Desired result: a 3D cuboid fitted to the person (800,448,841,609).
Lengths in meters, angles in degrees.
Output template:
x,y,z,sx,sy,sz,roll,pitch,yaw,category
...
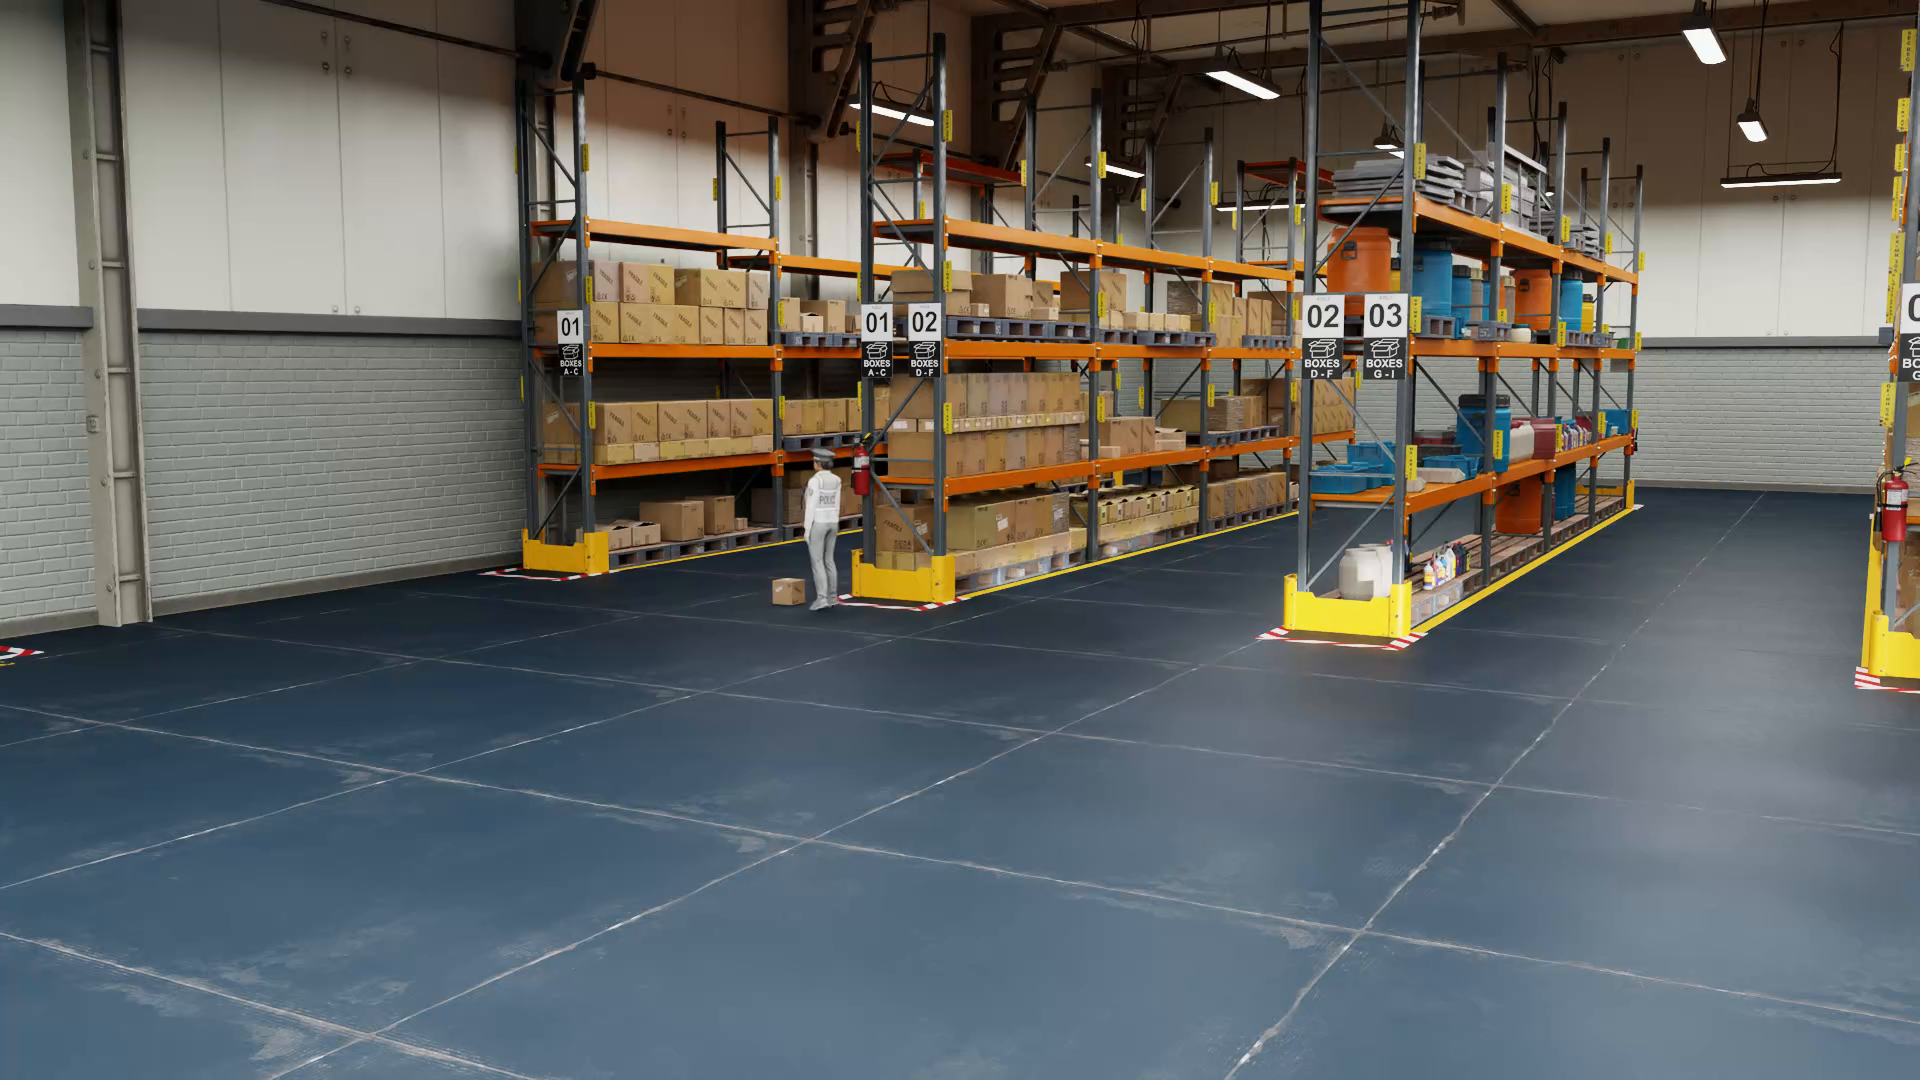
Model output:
x,y,z,sx,sy,sz,roll,pitch,yaw,category
-1.458,-0.098,17.475,0.367,1.733,0.475,5,8,37,person
